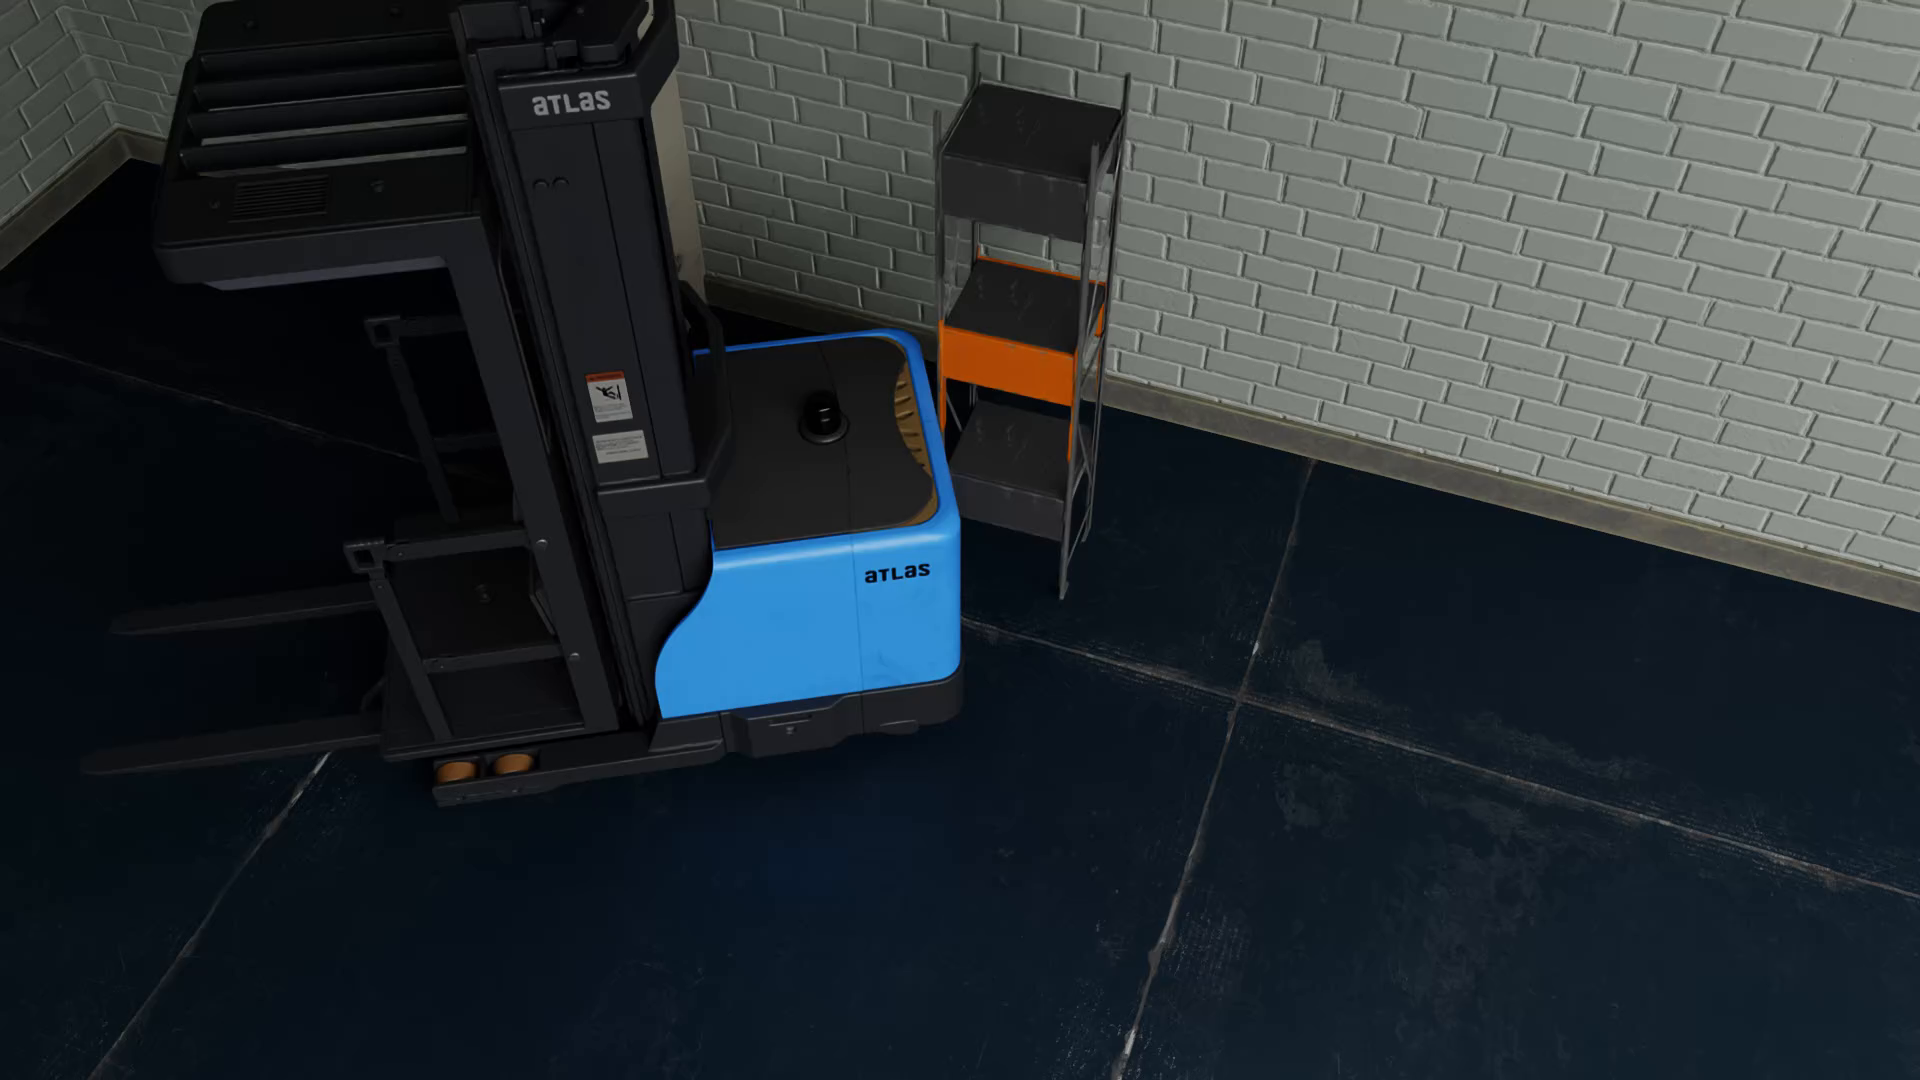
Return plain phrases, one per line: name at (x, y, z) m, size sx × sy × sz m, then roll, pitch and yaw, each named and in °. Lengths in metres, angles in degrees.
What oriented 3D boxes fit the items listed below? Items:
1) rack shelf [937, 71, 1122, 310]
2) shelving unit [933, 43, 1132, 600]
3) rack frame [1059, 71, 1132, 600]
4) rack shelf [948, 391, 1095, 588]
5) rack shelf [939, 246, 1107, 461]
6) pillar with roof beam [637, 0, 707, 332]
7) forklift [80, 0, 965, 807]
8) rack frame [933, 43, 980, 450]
rack shelf at (0.222, -1.108, 5.279) m, size 0.480 × 0.518 × 0.431 m, roll 14°, pitch 51°, yaw 12°
shelving unit at (0.222, -0.659, 5.798) m, size 0.503 × 2.100 × 0.431 m, roll 14°, pitch 51°, yaw 12°
rack frame at (0.453, -0.600, 5.747) m, size 0.015 × 2.100 × 0.400 m, roll 14°, pitch 51°, yaw 12°
rack shelf at (0.222, -0.191, 6.337) m, size 0.480 × 0.518 × 0.431 m, roll 14°, pitch 51°, yaw 12°
rack shelf at (0.222, -0.650, 5.808) m, size 0.480 × 0.518 × 0.431 m, roll 14°, pitch 51°, yaw 12°
pillar with roof beam at (-2.868, -0.935, 1.472) m, size 0.400 × 9.000 × 9.100 m, roll 16°, pitch 51°, yaw 13°
forklift at (-1.550, -0.469, 5.084) m, size 3.031 × 2.935 × 1.130 m, roll -7°, pitch 49°, yaw -6°
rack frame at (-0.009, -0.718, 5.849) m, size 0.015 × 2.100 × 0.400 m, roll 14°, pitch 51°, yaw 12°
